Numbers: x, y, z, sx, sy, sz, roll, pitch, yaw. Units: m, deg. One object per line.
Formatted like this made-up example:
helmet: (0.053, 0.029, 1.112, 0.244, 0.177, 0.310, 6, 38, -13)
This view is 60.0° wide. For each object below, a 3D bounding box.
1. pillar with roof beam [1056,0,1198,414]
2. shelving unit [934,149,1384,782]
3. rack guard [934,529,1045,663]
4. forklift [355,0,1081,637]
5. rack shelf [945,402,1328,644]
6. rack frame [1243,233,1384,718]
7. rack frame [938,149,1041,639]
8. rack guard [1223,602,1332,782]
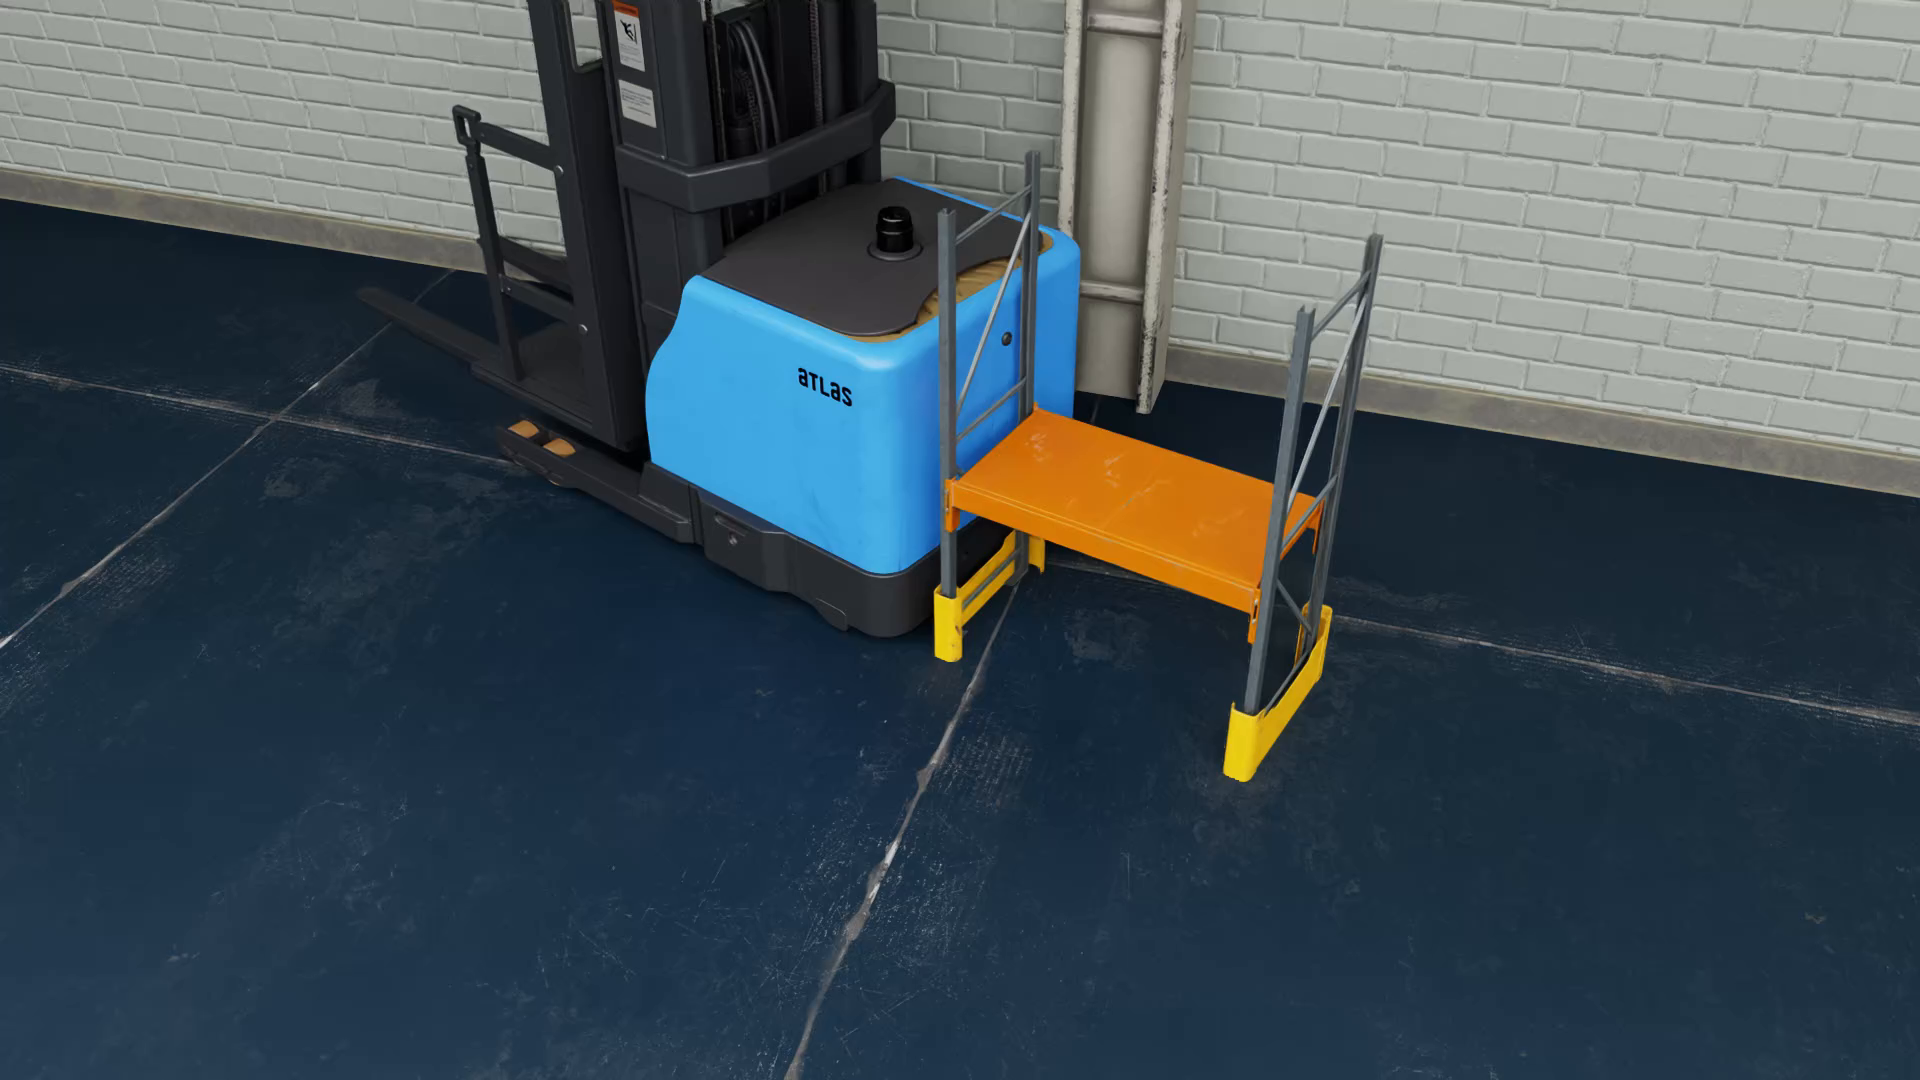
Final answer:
pillar with roof beam: (-0.697, -1.794, 0.596, 0.400, 9.000, 9.100, 10, 38, 14)
shelving unit: (0.524, -0.217, 4.780, 1.083, 1.500, 0.587, 20, 41, 25)
rack guard: (0.102, 0.130, 5.363, 0.087, 0.250, 0.587, 20, 41, 25)
forklift: (-1.067, -1.596, 5.445, 3.031, 2.935, 1.130, 26, 43, 30)
rack shelf: (0.517, -0.075, 4.890, 1.000, 0.185, 0.538, 20, 41, 25)
rack frame: (0.948, -0.060, 4.566, 0.032, 1.500, 0.500, 20, 41, 25)
rack frame: (0.086, -0.380, 5.001, 0.032, 1.500, 0.500, 20, 41, 25)
rack guard: (0.946, 0.443, 4.937, 0.087, 0.250, 0.587, 20, 41, 25)
